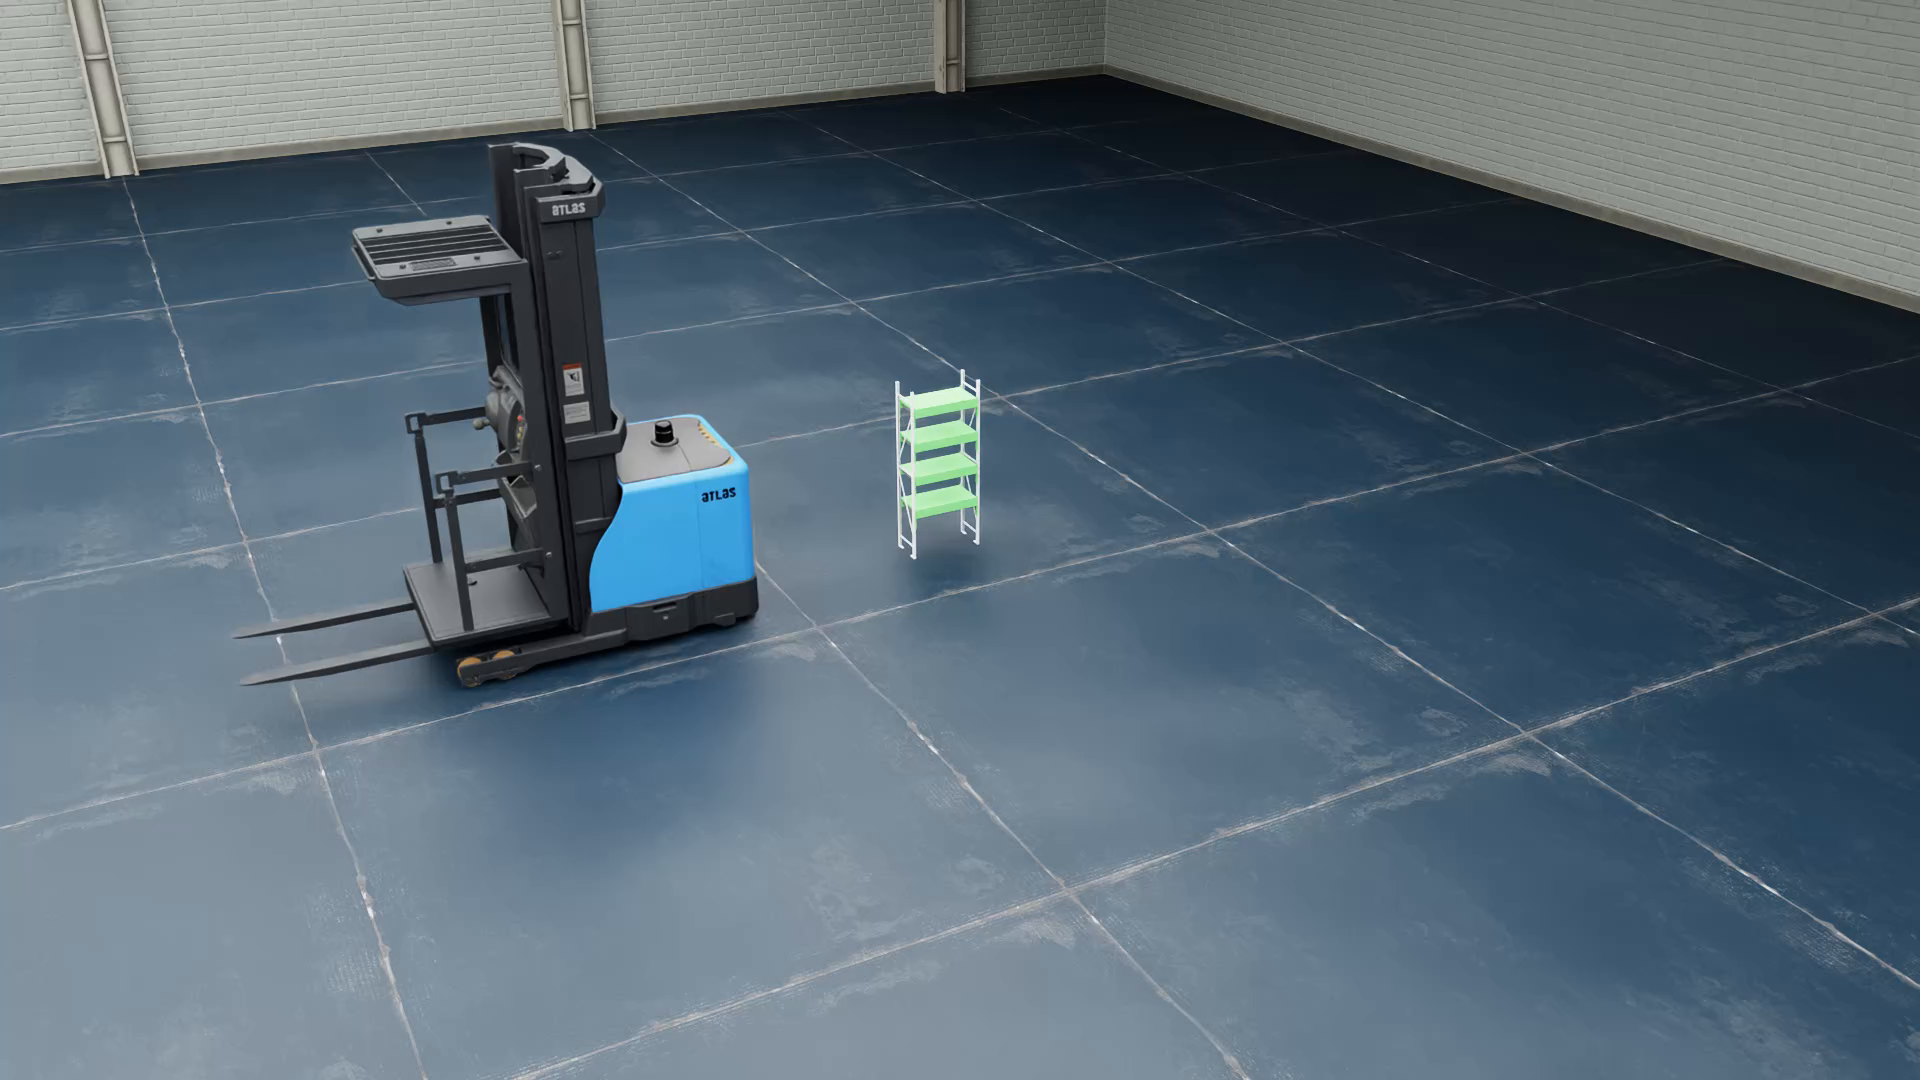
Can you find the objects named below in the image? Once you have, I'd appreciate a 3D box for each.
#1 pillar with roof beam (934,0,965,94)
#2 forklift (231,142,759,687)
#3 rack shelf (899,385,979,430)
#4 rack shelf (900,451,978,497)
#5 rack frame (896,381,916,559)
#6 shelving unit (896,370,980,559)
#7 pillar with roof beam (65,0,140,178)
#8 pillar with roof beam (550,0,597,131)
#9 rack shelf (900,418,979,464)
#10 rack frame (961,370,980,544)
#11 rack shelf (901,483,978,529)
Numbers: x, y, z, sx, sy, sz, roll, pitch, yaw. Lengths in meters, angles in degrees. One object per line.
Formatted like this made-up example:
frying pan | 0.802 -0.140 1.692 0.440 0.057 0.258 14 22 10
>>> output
pillar with roof beam | 1.865 -9.548 21.042 0.400 9.000 9.100 -13 29 -25
forklift | -2.826 -0.721 9.668 3.031 2.935 1.130 -12 28 -23
rack shelf | -0.146 -0.882 11.042 0.480 0.148 0.258 -13 29 -25
rack shelf | -0.146 -0.450 11.250 0.480 0.148 0.258 -13 29 -25
rack frame | -0.361 -0.457 11.119 0.015 1.200 0.240 -13 29 -25
shelving unit | -0.146 -0.507 11.222 0.503 1.200 0.258 -13 29 -25
pillar with roof beam | -8.724 -7.104 15.951 0.400 9.000 9.100 -13 29 -25
pillar with roof beam | -3.429 -8.326 18.496 0.400 9.000 9.100 -13 29 -25
rack shelf | -0.146 -0.666 11.146 0.480 0.148 0.258 -13 29 -25
rack frame | 0.069 -0.557 11.326 0.015 1.200 0.240 -13 29 -25
rack shelf | -0.146 -0.233 11.354 0.480 0.148 0.258 -13 29 -25
